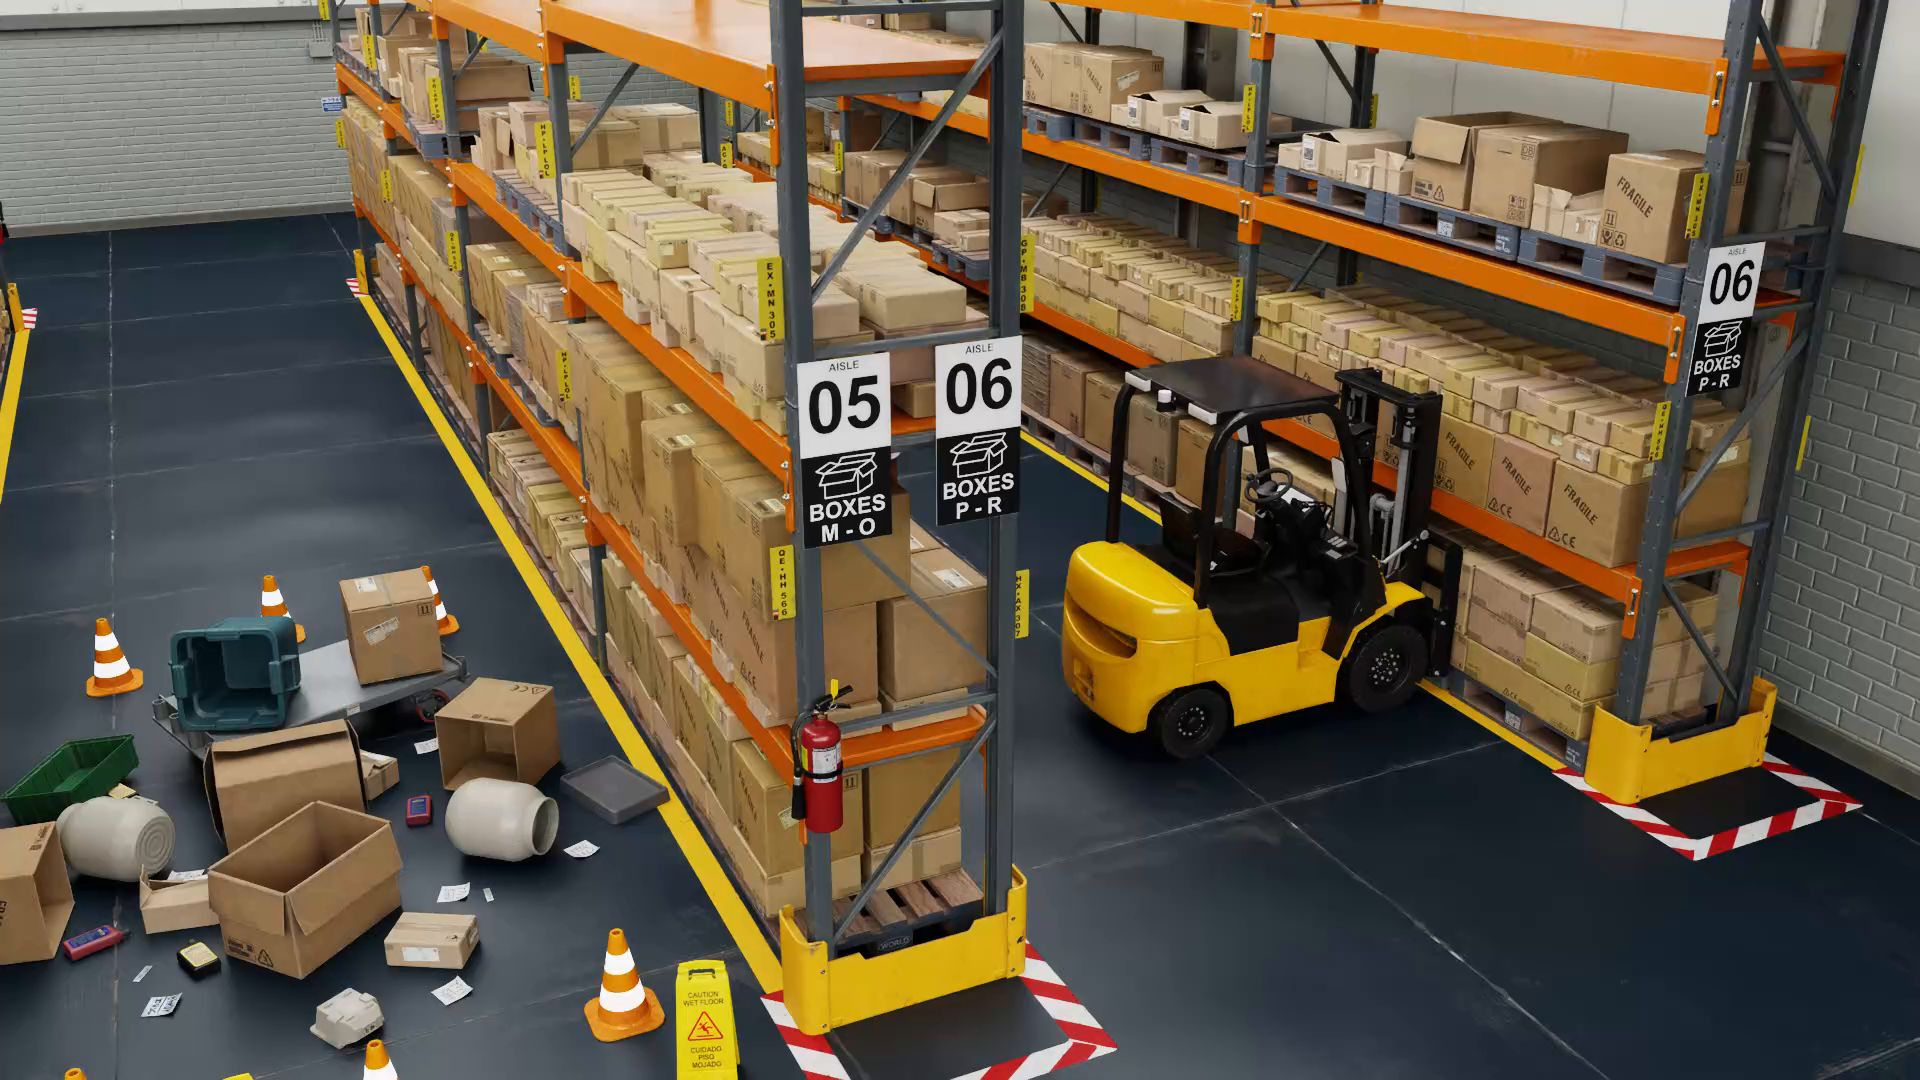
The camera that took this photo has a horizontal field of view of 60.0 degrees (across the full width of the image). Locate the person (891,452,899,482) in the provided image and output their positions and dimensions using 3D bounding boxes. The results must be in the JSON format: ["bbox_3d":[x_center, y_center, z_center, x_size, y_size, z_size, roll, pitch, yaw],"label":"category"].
[{"bbox_3d":[-0.711,-0.303,11.754,0.563,1.767,0.366,-10,24,-22],"label":"person"}]
